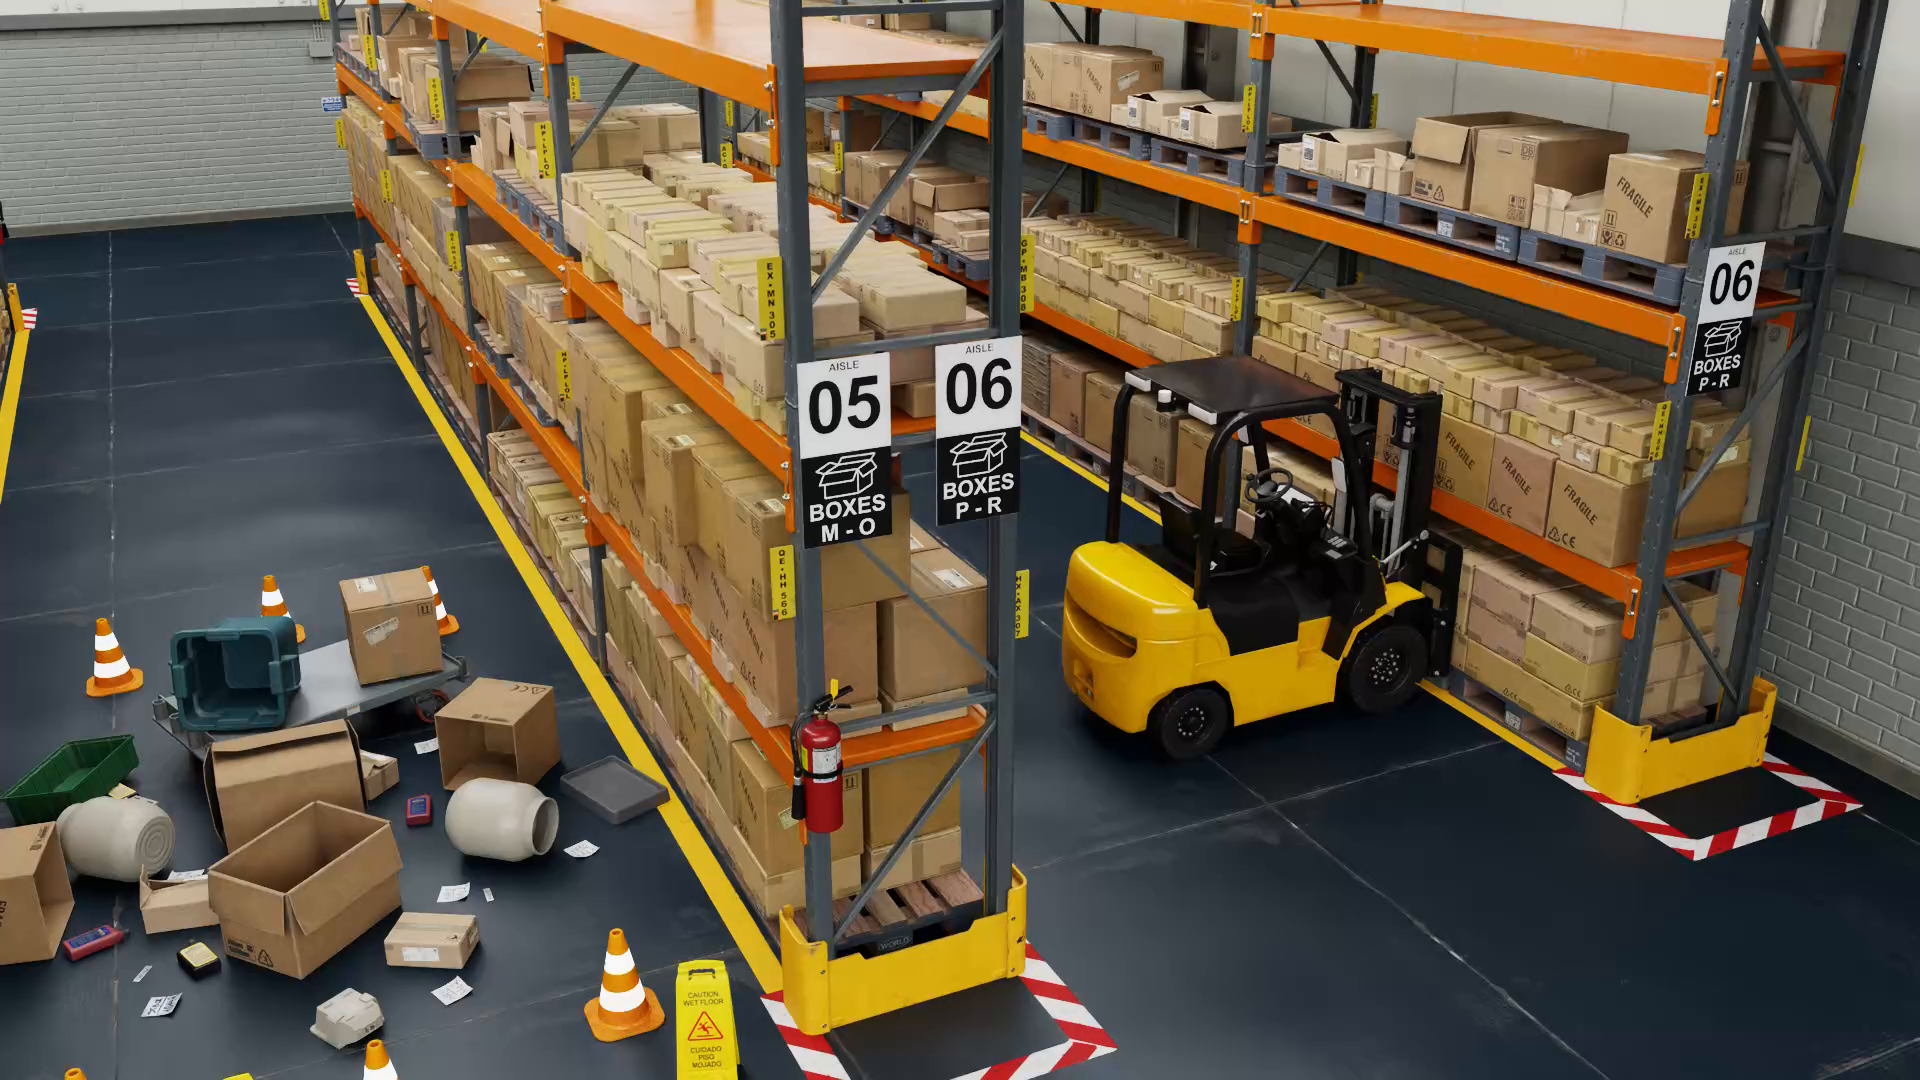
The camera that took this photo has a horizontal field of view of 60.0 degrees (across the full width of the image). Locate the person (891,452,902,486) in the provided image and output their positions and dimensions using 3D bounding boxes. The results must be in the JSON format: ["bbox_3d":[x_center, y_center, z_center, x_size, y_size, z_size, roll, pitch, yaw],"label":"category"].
[{"bbox_3d":[-0.748,-0.345,11.831,0.589,1.768,0.591,-15,26,-33],"label":"person"}]
